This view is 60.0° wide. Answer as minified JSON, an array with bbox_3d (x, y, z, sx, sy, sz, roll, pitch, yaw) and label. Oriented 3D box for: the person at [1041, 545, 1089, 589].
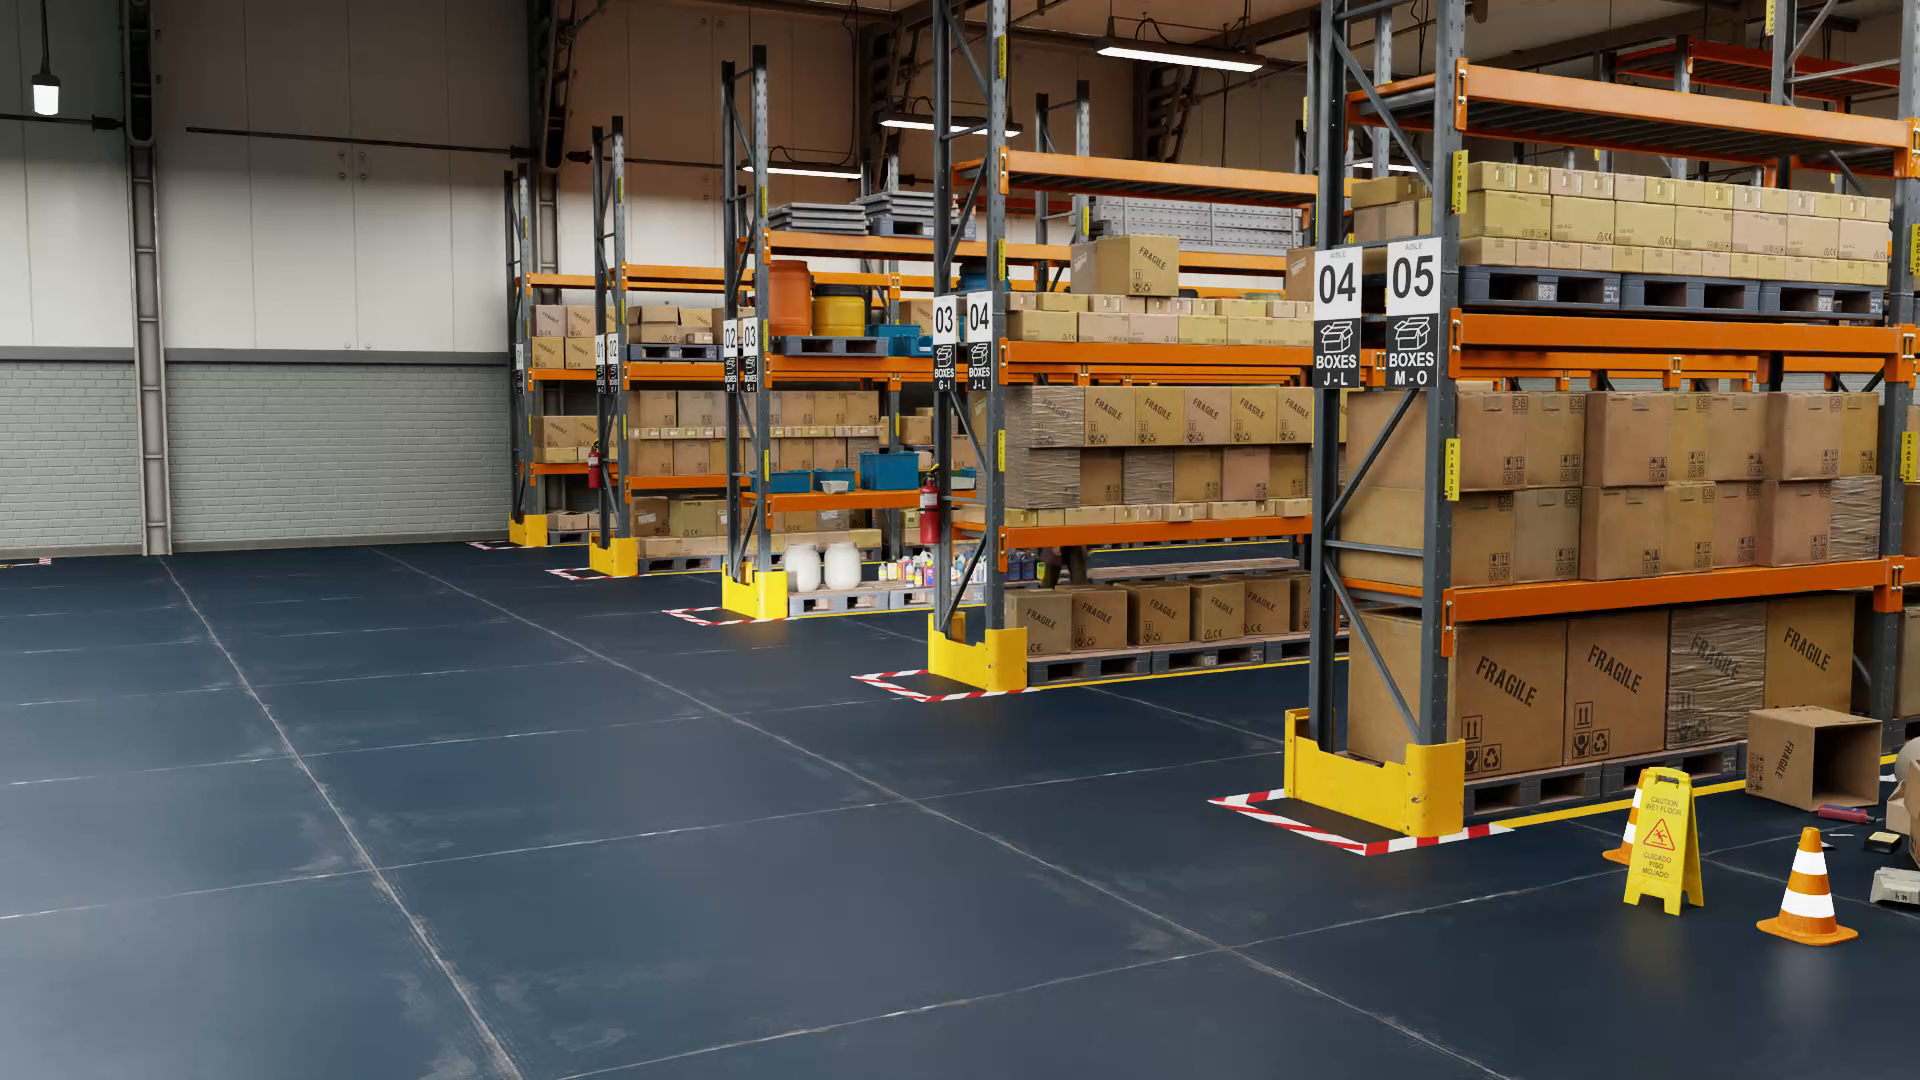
[{"bbox_3d":[1.106,0.016,17.125,0.579,1.777,0.789,-2,5,-26],"label":"person"}]
